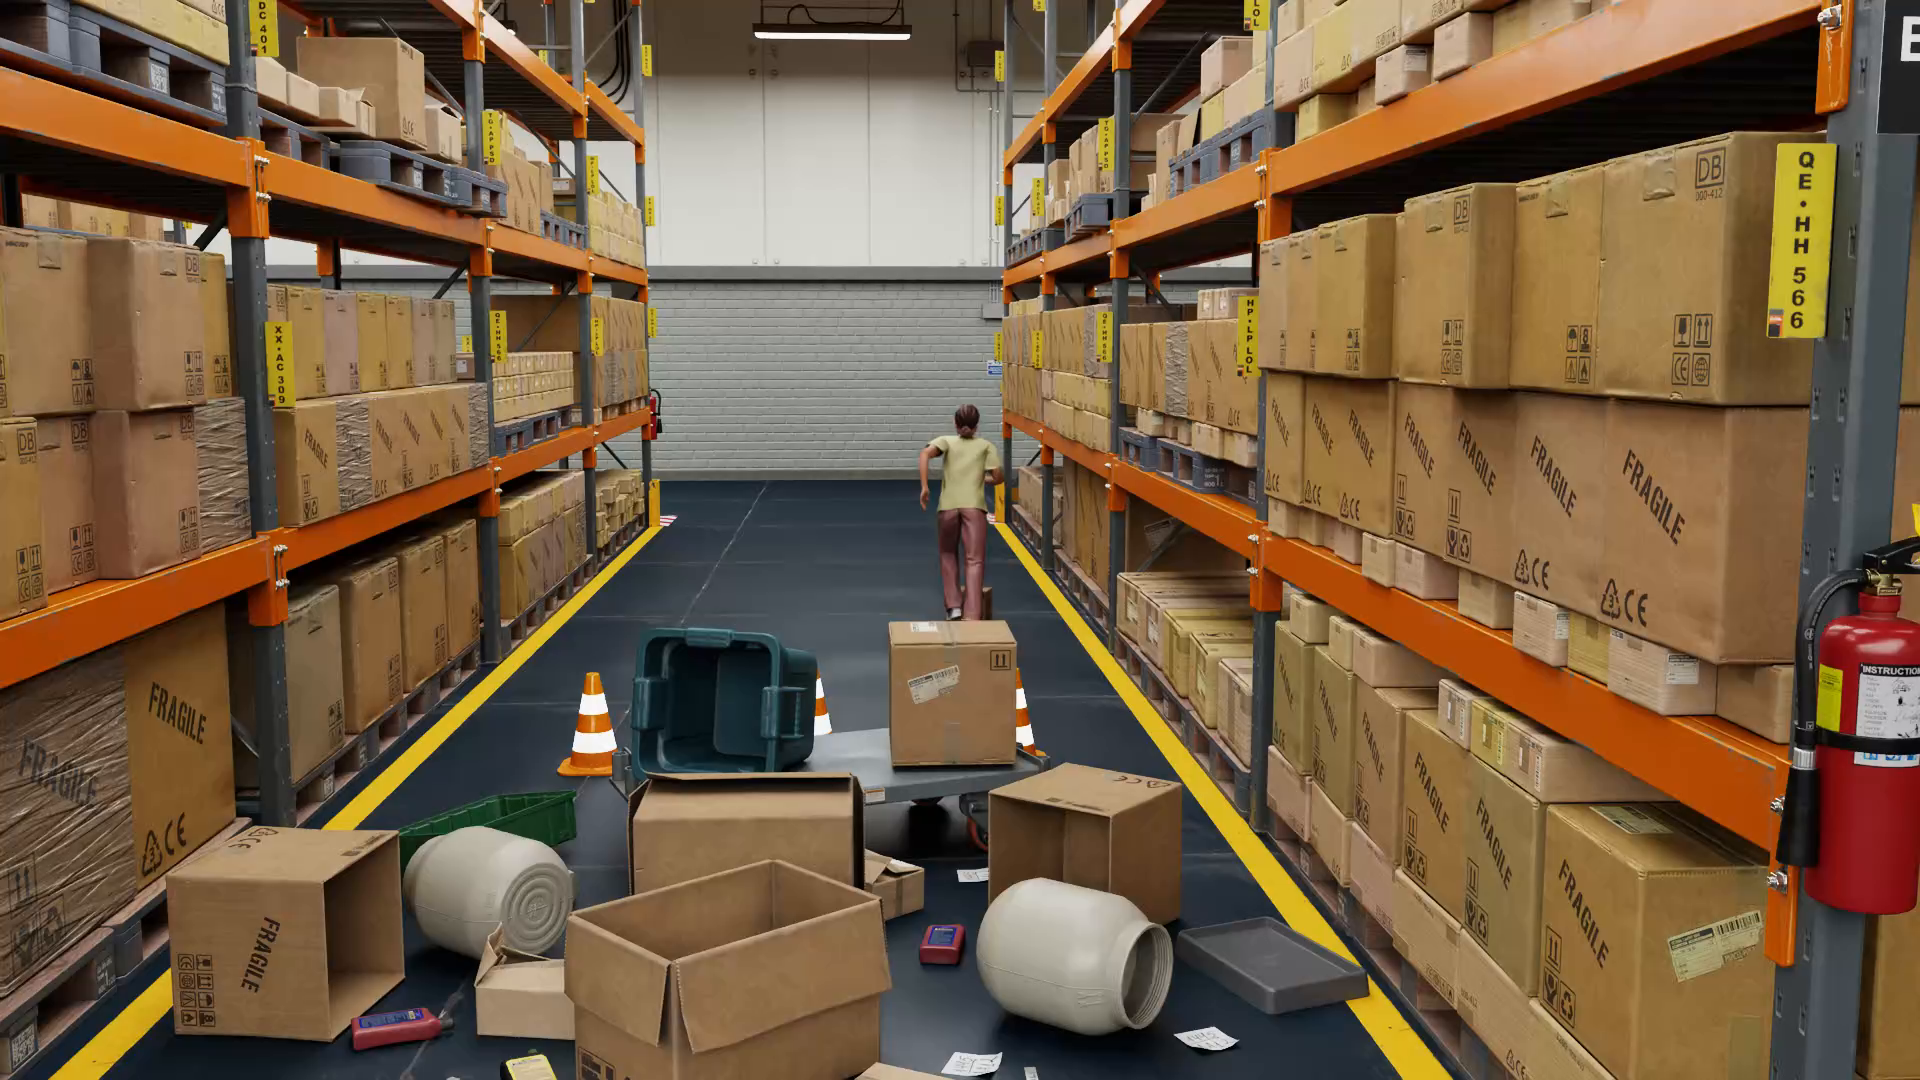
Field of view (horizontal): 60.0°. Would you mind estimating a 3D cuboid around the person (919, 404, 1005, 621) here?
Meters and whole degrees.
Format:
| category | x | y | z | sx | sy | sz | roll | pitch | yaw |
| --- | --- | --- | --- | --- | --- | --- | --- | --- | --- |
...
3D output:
| category | x | y | z | sx | sy | sz | roll | pitch | yaw |
| --- | --- | --- | --- | --- | --- | --- | --- | --- | --- |
| person | 0.014 | -0.162 | 11.835 | 0.572 | 1.588 | 0.901 | 1 | 7 | 9 |
